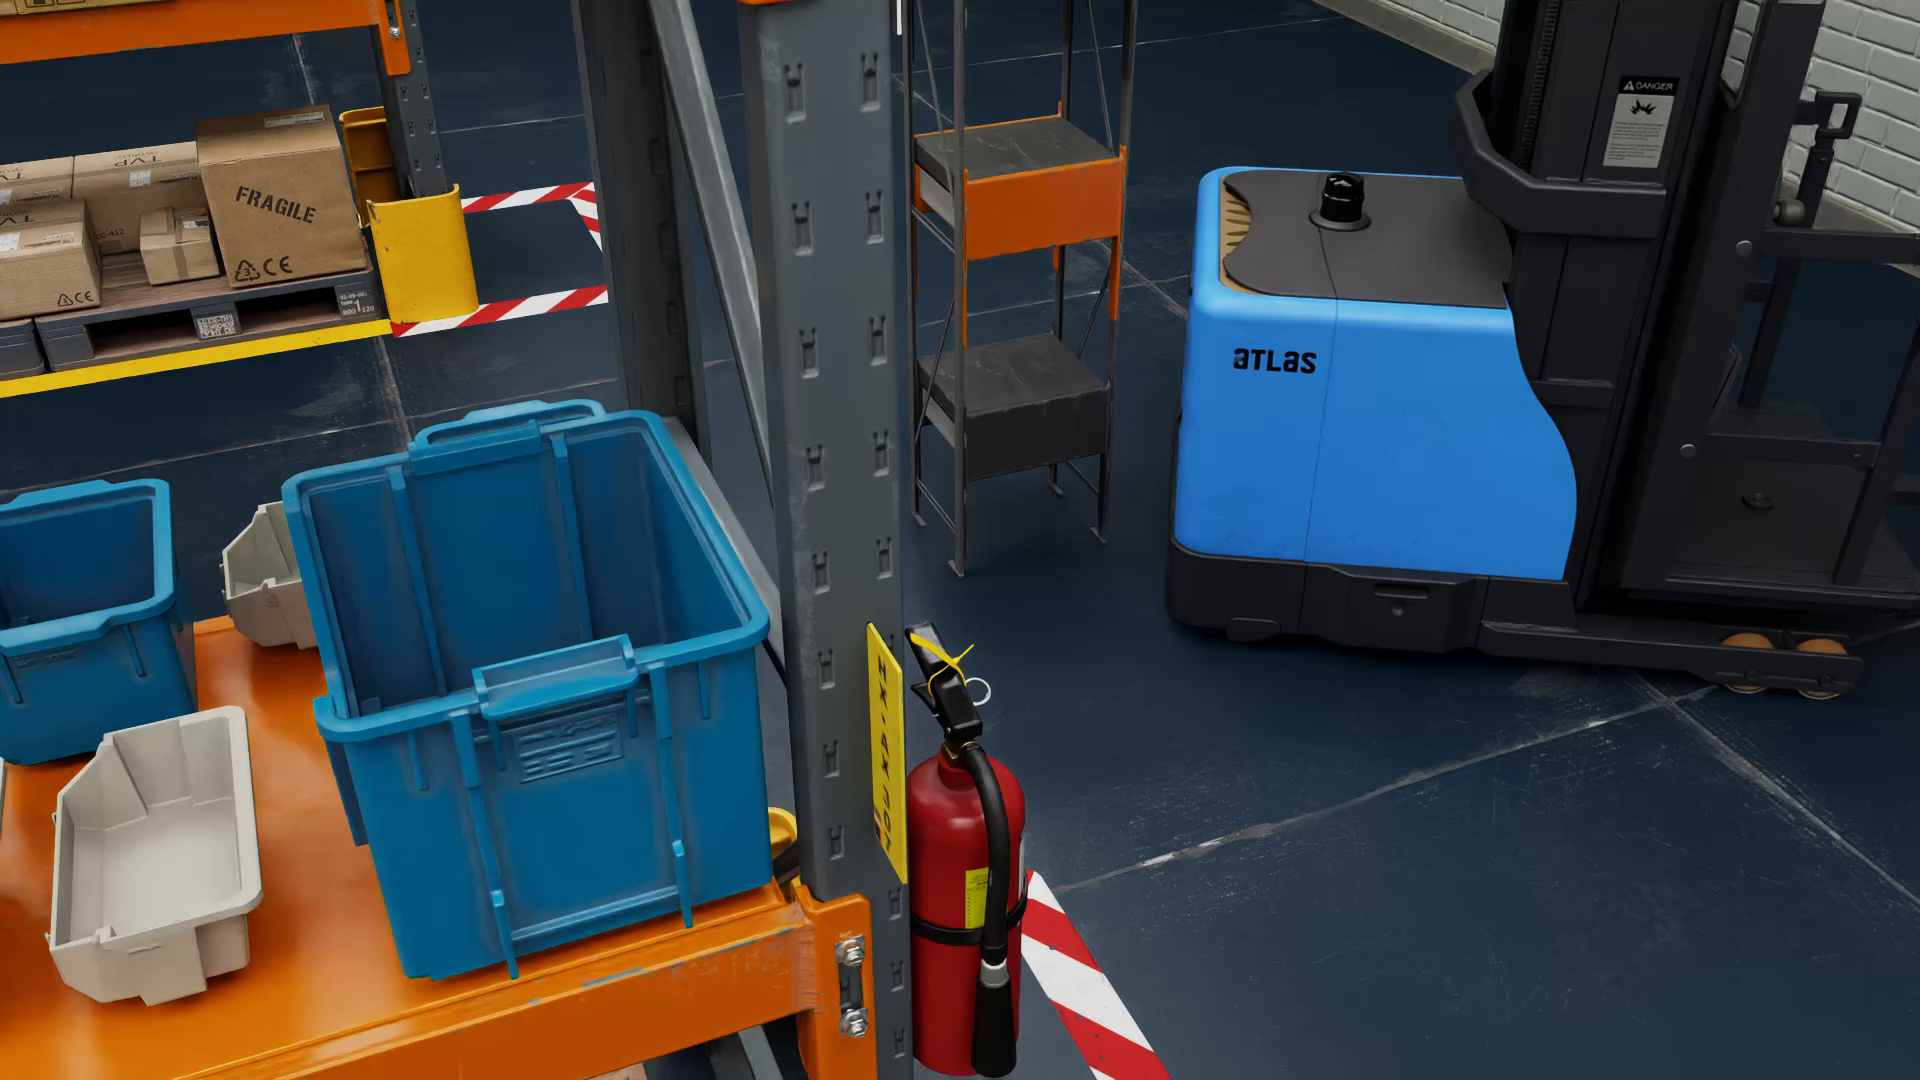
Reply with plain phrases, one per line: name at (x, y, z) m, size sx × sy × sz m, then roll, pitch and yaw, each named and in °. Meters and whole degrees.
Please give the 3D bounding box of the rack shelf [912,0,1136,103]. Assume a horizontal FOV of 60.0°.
rack shelf at (0.153, -1.490, 4.357) m, size 0.480 × 0.518 × 0.431 m, roll -13°, pitch 35°, yaw -19°

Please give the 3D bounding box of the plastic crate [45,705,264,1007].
plastic crate at (-0.995, 0.399, 2.073) m, size 0.243 × 0.136 × 0.396 m, roll -13°, pitch 35°, yaw -19°

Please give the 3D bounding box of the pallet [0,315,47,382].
pallet at (-4.155, -0.832, 6.335) m, size 1.213 × 0.211 × 1.003 m, roll -13°, pitch 35°, yaw -19°

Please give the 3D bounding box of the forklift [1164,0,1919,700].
forklift at (2.151, -1.100, 4.253) m, size 3.031 × 2.935 × 1.130 m, roll 4°, pitch 33°, yaw 7°

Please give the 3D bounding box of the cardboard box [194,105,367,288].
cardboard box at (-2.633, -1.339, 6.446) m, size 0.500 × 0.500 × 0.500 m, roll -13°, pitch 35°, yaw -19°

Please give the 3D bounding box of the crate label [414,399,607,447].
crate label at (-0.668, -0.018, 2.625) m, size 0.303 × 0.233 × 0.416 m, roll -13°, pitch 35°, yaw -19°

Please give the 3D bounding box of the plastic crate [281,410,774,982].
plastic crate at (-0.550, 0.175, 2.143) m, size 0.499 × 0.435 × 0.616 m, roll -13°, pitch 35°, yaw -19°

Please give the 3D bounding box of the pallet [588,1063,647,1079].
pallet at (-1.089, 1.374, 2.945) m, size 1.213 × 0.211 × 1.003 m, roll -13°, pitch 35°, yaw -19°

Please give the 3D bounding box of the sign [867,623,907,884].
sign at (-0.085, 0.255, 1.957) m, size 0.005 × 0.325 × 0.100 m, roll -13°, pitch 35°, yaw -19°

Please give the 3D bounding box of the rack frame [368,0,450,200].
rack frame at (-2.227, -2.441, 6.251) m, size 0.127 × 3.000 × 1.000 m, roll -13°, pitch 35°, yaw -19°

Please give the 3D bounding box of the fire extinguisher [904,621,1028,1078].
fire extinguisher at (0.002, 0.436, 2.242) m, size 0.183 × 0.674 × 0.296 m, roll -13°, pitch 35°, yaw -19°

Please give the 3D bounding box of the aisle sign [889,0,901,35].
aisle sign at (-0.133, -0.907, 1.510) m, size 0.004 × 0.787 × 0.394 m, roll -13°, pitch 35°, yaw -19°

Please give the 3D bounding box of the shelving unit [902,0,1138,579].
shelving unit at (0.153, -0.915, 4.731) m, size 0.503 × 2.100 × 0.431 m, roll -13°, pitch 35°, yaw -19°

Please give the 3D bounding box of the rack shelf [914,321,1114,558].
rack shelf at (0.153, -0.317, 5.120) m, size 0.480 × 0.518 × 0.431 m, roll -13°, pitch 35°, yaw -19°

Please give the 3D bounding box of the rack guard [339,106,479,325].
rack guard at (-2.297, -1.377, 6.908) m, size 0.348 × 0.500 × 1.175 m, roll -13°, pitch 35°, yaw -19°

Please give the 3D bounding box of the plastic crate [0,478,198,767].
plastic crate at (-1.275, 0.121, 2.412) m, size 0.300 × 0.233 × 0.416 m, roll -13°, pitch 35°, yaw -19°

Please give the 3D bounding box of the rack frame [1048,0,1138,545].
rack frame at (0.378, -0.967, 4.810) m, size 0.015 × 2.100 × 0.400 m, roll -13°, pitch 35°, yaw -19°

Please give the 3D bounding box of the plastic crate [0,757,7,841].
plastic crate at (-1.268, 0.453, 1.990) m, size 0.243 × 0.136 × 0.396 m, roll -13°, pitch 35°, yaw -19°

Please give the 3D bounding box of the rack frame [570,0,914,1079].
rack frame at (-0.313, 0.051, 2.422) m, size 0.127 × 3.000 × 1.000 m, roll -13°, pitch 35°, yaw -19°

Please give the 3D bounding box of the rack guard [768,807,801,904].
rack guard at (-0.296, 1.087, 3.121) m, size 0.348 × 0.500 × 1.175 m, roll -13°, pitch 35°, yaw -19°

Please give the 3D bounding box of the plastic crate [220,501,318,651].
plastic crate at (-0.996, 0.049, 2.612) m, size 0.298 × 0.136 × 0.250 m, roll -13°, pitch 35°, yaw -19°

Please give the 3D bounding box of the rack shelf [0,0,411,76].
rack shelf at (-4.071, -1.717, 5.798) m, size 4.000 × 0.370 × 1.077 m, roll -13°, pitch 35°, yaw -19°

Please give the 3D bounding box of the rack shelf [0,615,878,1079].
rack shelf at (-2.157, 0.774, 1.969) m, size 4.000 × 0.370 × 1.077 m, roll -13°, pitch 35°, yaw -19°

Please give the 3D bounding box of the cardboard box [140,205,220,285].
cardboard box at (-3.042, -1.159, 6.475) m, size 0.250 × 0.166 × 0.380 m, roll -13°, pitch 35°, yaw -19°

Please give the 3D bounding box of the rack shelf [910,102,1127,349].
rack shelf at (0.153, -0.904, 4.738) m, size 0.480 × 0.518 × 0.431 m, roll -13°, pitch 35°, yaw -19°

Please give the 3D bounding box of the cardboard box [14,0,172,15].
cardboard box at (-3.012, -2.140, 5.697) m, size 0.500 × 0.500 × 0.500 m, roll -13°, pitch 35°, yaw -19°

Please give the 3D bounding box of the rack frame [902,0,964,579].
rack frame at (-0.072, -0.864, 4.652) m, size 0.015 × 2.100 × 0.400 m, roll -13°, pitch 35°, yaw -19°

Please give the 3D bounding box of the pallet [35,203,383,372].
pallet at (-3.032, -1.087, 6.728) m, size 1.213 × 0.211 × 1.003 m, roll -13°, pitch 35°, yaw -19°

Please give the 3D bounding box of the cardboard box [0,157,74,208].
cardboard box at (-3.760, -1.290, 6.599) m, size 0.500 × 0.250 × 0.500 m, roll -13°, pitch 35°, yaw -19°

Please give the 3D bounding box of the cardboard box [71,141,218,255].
cardboard box at (-3.299, -1.395, 6.762) m, size 0.500 × 0.250 × 0.500 m, roll -13°, pitch 35°, yaw -19°

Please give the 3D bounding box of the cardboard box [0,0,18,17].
cardboard box at (-3.474, -2.038, 5.540) m, size 0.500 × 0.500 × 0.500 m, roll -13°, pitch 35°, yaw -19°

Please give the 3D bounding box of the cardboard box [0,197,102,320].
cardboard box at (-3.521, -1.049, 6.229) m, size 0.500 × 0.250 × 0.500 m, roll -13°, pitch 35°, yaw -19°

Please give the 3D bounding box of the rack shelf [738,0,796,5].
rack shelf at (-2.157, -0.483, 1.151) m, size 4.000 × 0.370 × 1.077 m, roll -13°, pitch 35°, yaw -19°
